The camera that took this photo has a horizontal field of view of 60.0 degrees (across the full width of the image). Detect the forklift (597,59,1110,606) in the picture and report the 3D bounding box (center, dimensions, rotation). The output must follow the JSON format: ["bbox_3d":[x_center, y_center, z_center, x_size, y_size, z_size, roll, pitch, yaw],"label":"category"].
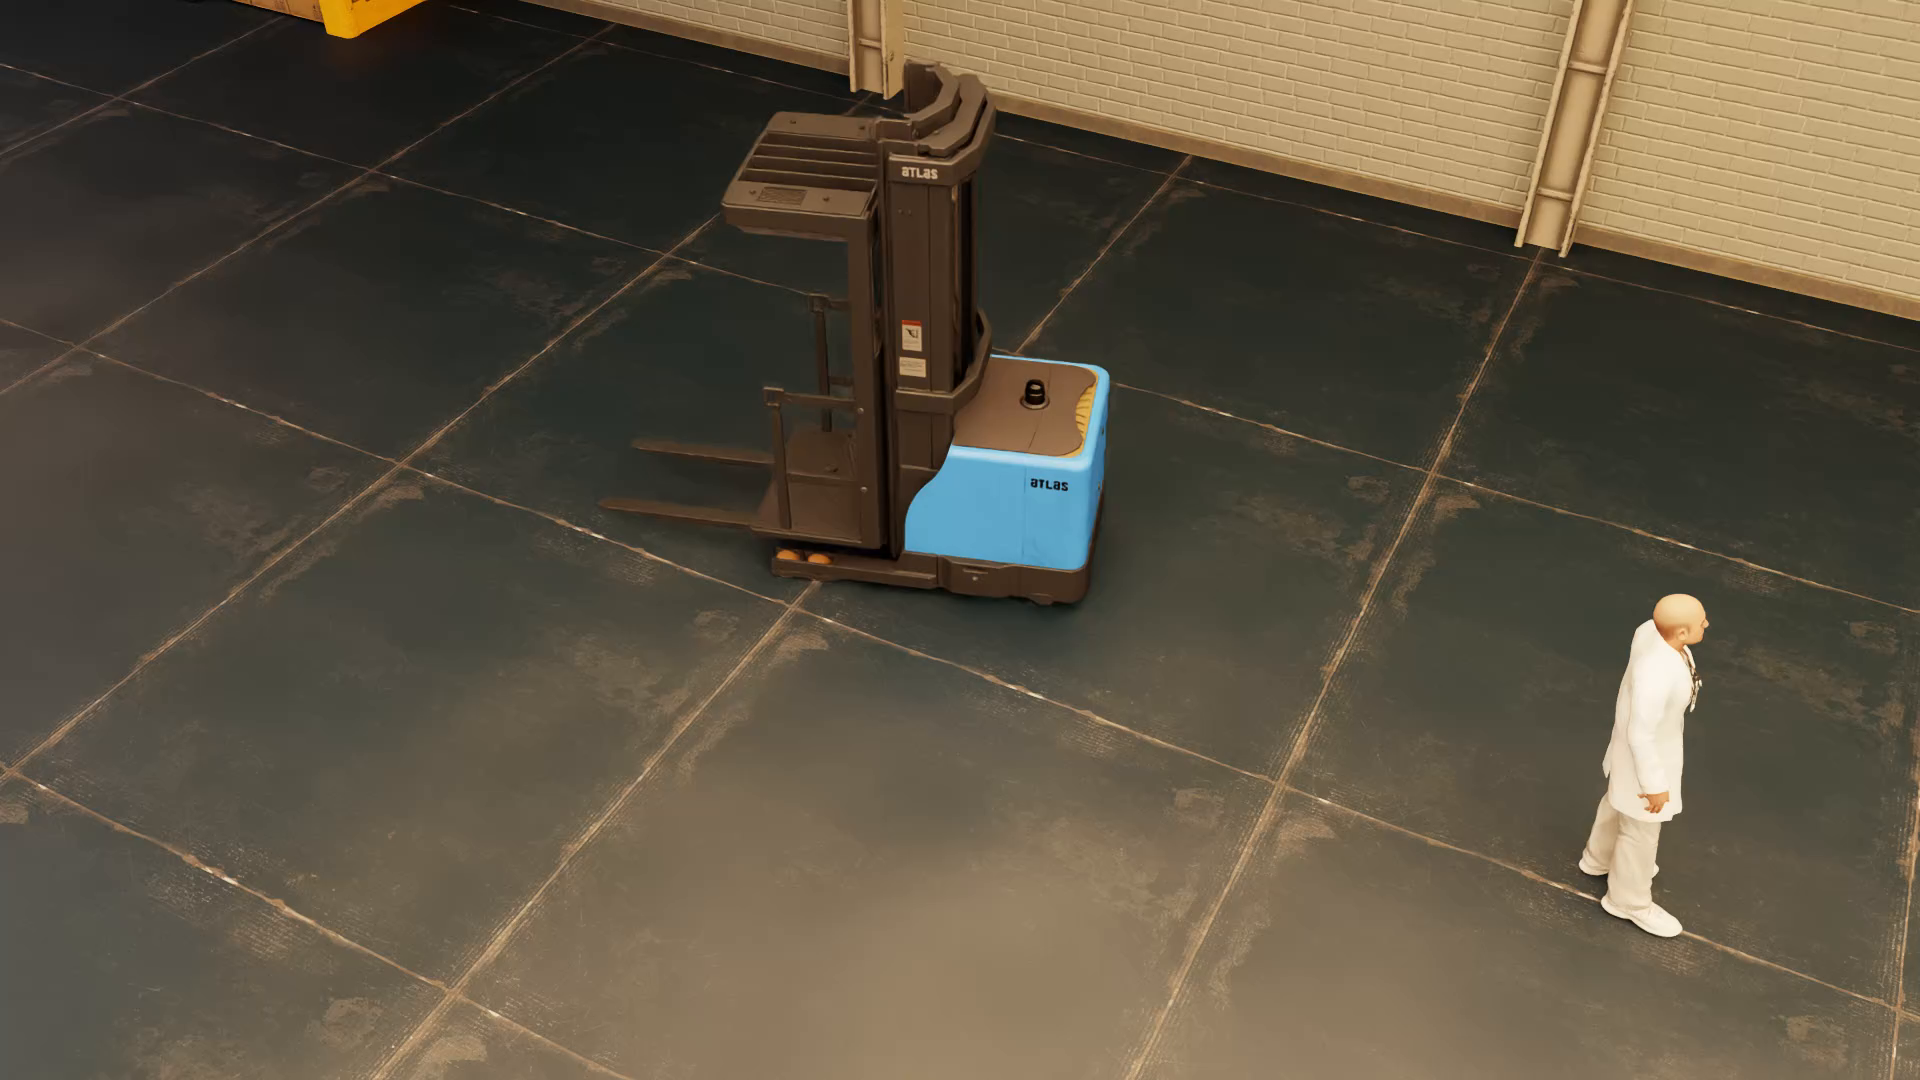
[{"bbox_3d":[-0.673,-1.199,9.410,3.031,2.935,1.130,7,41,8],"label":"forklift"}]

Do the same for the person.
[{"bbox_3d":[3.271,0.990,7.694,0.581,1.776,0.696,12,42,14],"label":"person"}]
